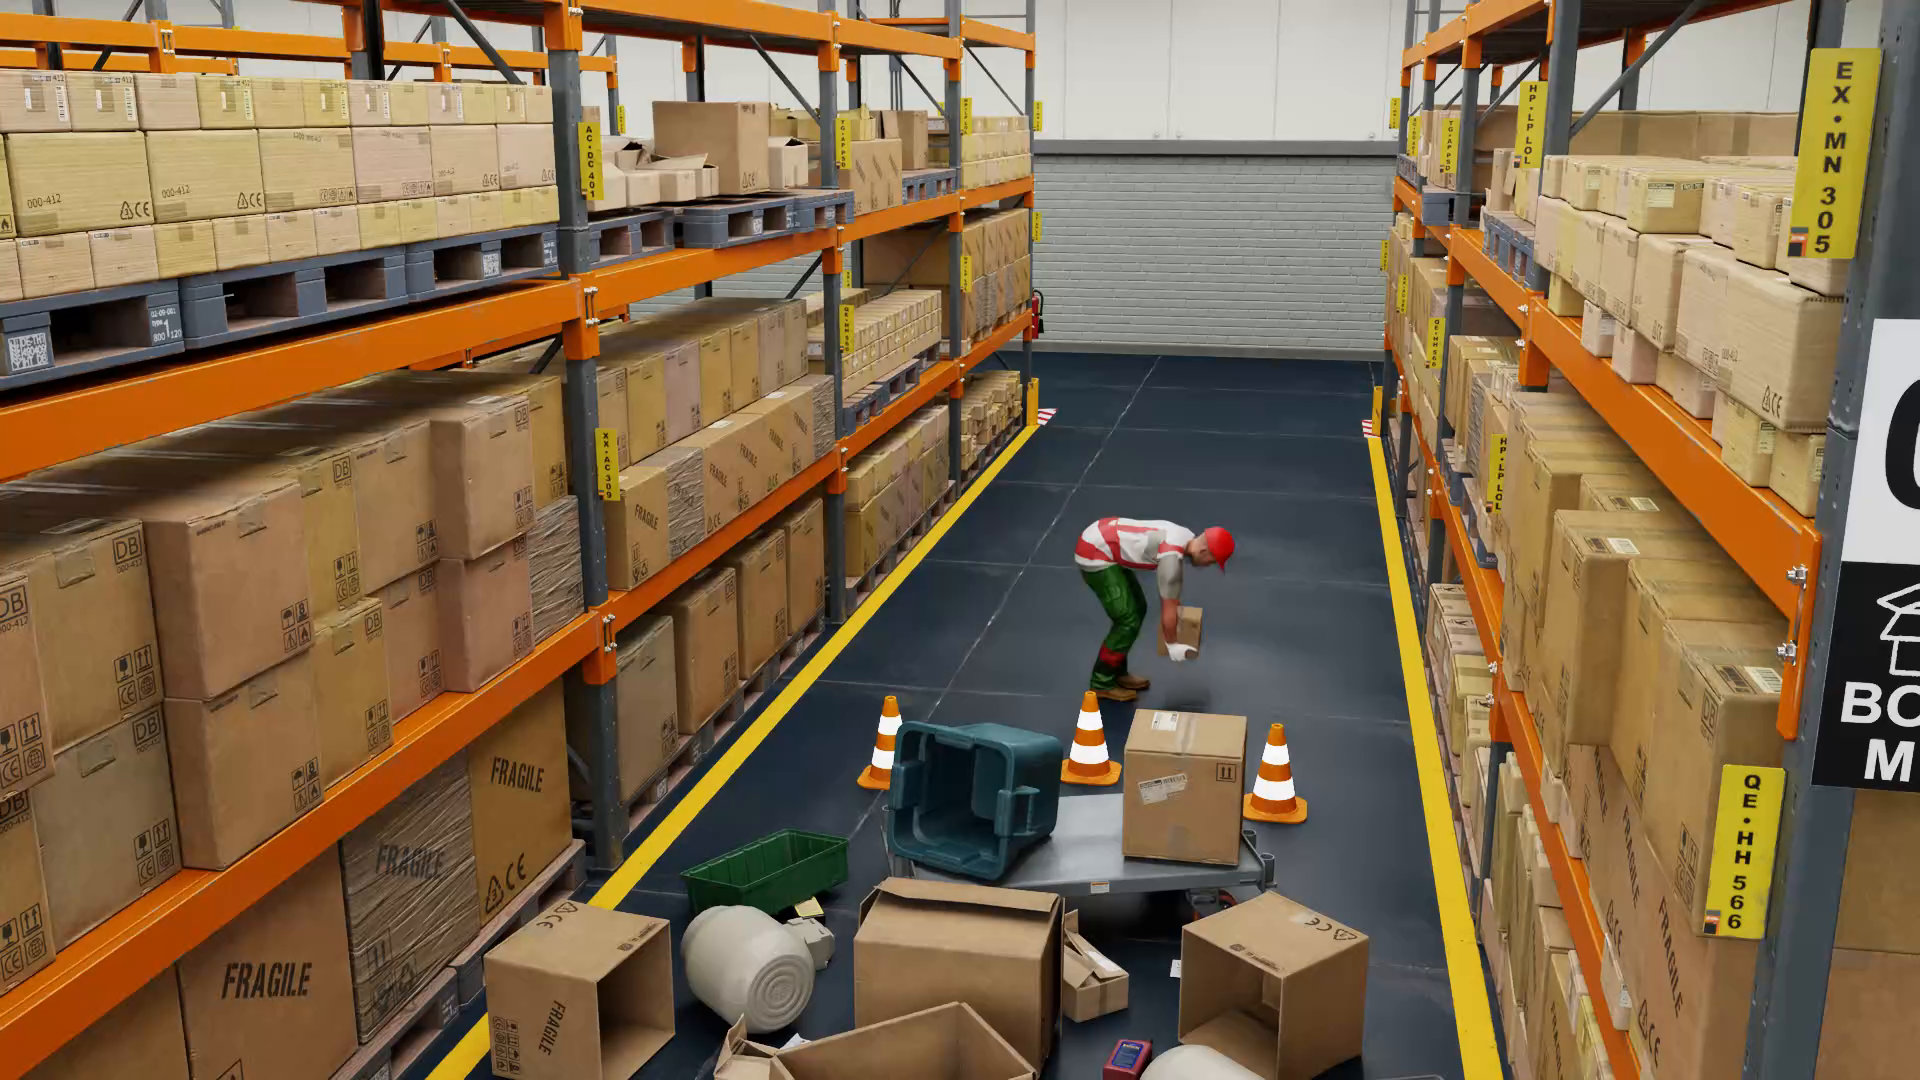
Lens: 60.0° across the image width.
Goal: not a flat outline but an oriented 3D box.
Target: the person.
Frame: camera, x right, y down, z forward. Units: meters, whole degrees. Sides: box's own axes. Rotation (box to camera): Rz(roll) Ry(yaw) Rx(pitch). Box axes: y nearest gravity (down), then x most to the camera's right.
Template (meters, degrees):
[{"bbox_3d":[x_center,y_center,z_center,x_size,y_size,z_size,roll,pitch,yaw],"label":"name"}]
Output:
[{"bbox_3d":[1.177,0.420,10.192,0.964,1.106,0.494,2,15,9],"label":"person"}]
